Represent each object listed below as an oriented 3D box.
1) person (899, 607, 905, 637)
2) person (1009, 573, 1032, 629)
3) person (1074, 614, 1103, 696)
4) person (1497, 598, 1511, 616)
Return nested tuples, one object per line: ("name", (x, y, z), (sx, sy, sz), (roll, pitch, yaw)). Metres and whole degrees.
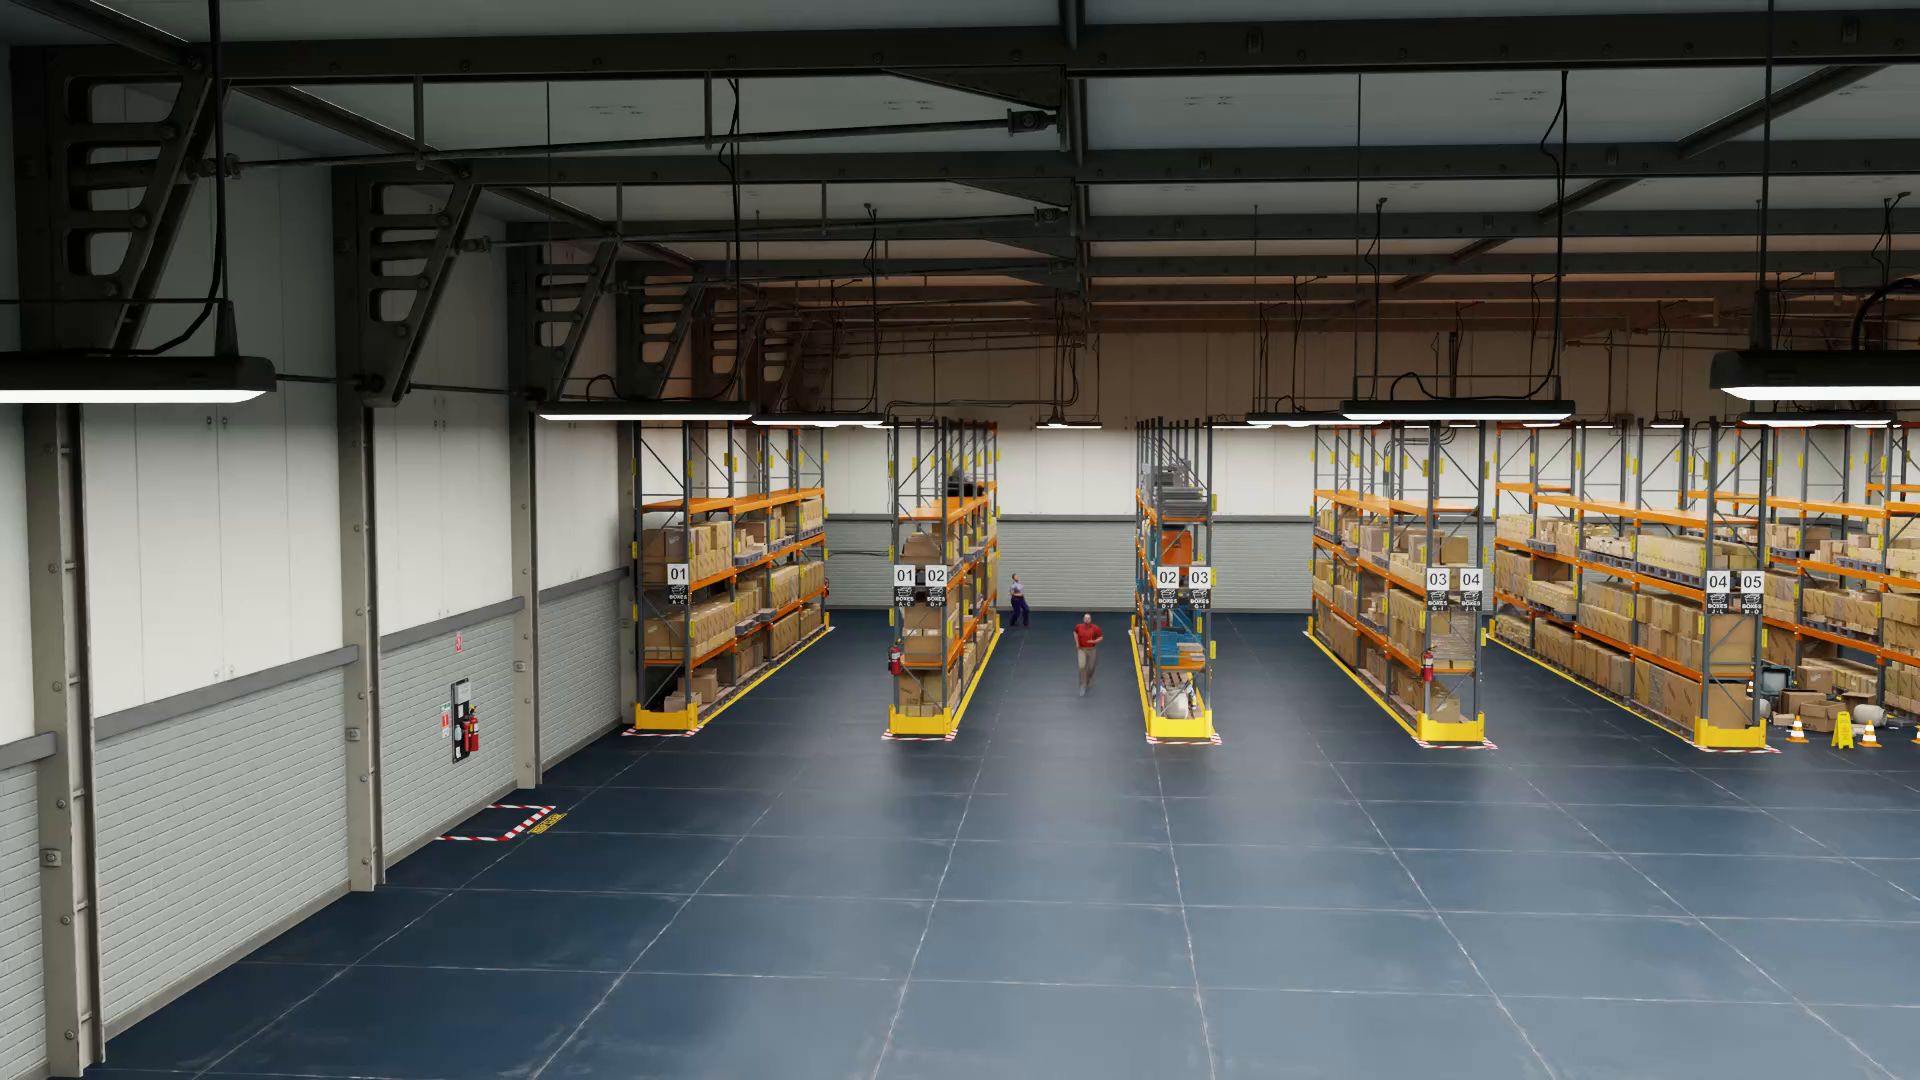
("person", (-1.264, 2.054, 42.796), (0.638, 1.835, 0.781), (0, 4, -2))
("person", (1.675, 1.781, 48.247), (0.619, 1.646, 0.722), (2, 4, 30))
("person", (2.823, 2.497, 36.500), (0.625, 1.777, 1.044), (0, 4, 3))
("person", (15.581, 1.803, 47.498), (0.629, 1.672, 0.642), (2, 4, 30))
